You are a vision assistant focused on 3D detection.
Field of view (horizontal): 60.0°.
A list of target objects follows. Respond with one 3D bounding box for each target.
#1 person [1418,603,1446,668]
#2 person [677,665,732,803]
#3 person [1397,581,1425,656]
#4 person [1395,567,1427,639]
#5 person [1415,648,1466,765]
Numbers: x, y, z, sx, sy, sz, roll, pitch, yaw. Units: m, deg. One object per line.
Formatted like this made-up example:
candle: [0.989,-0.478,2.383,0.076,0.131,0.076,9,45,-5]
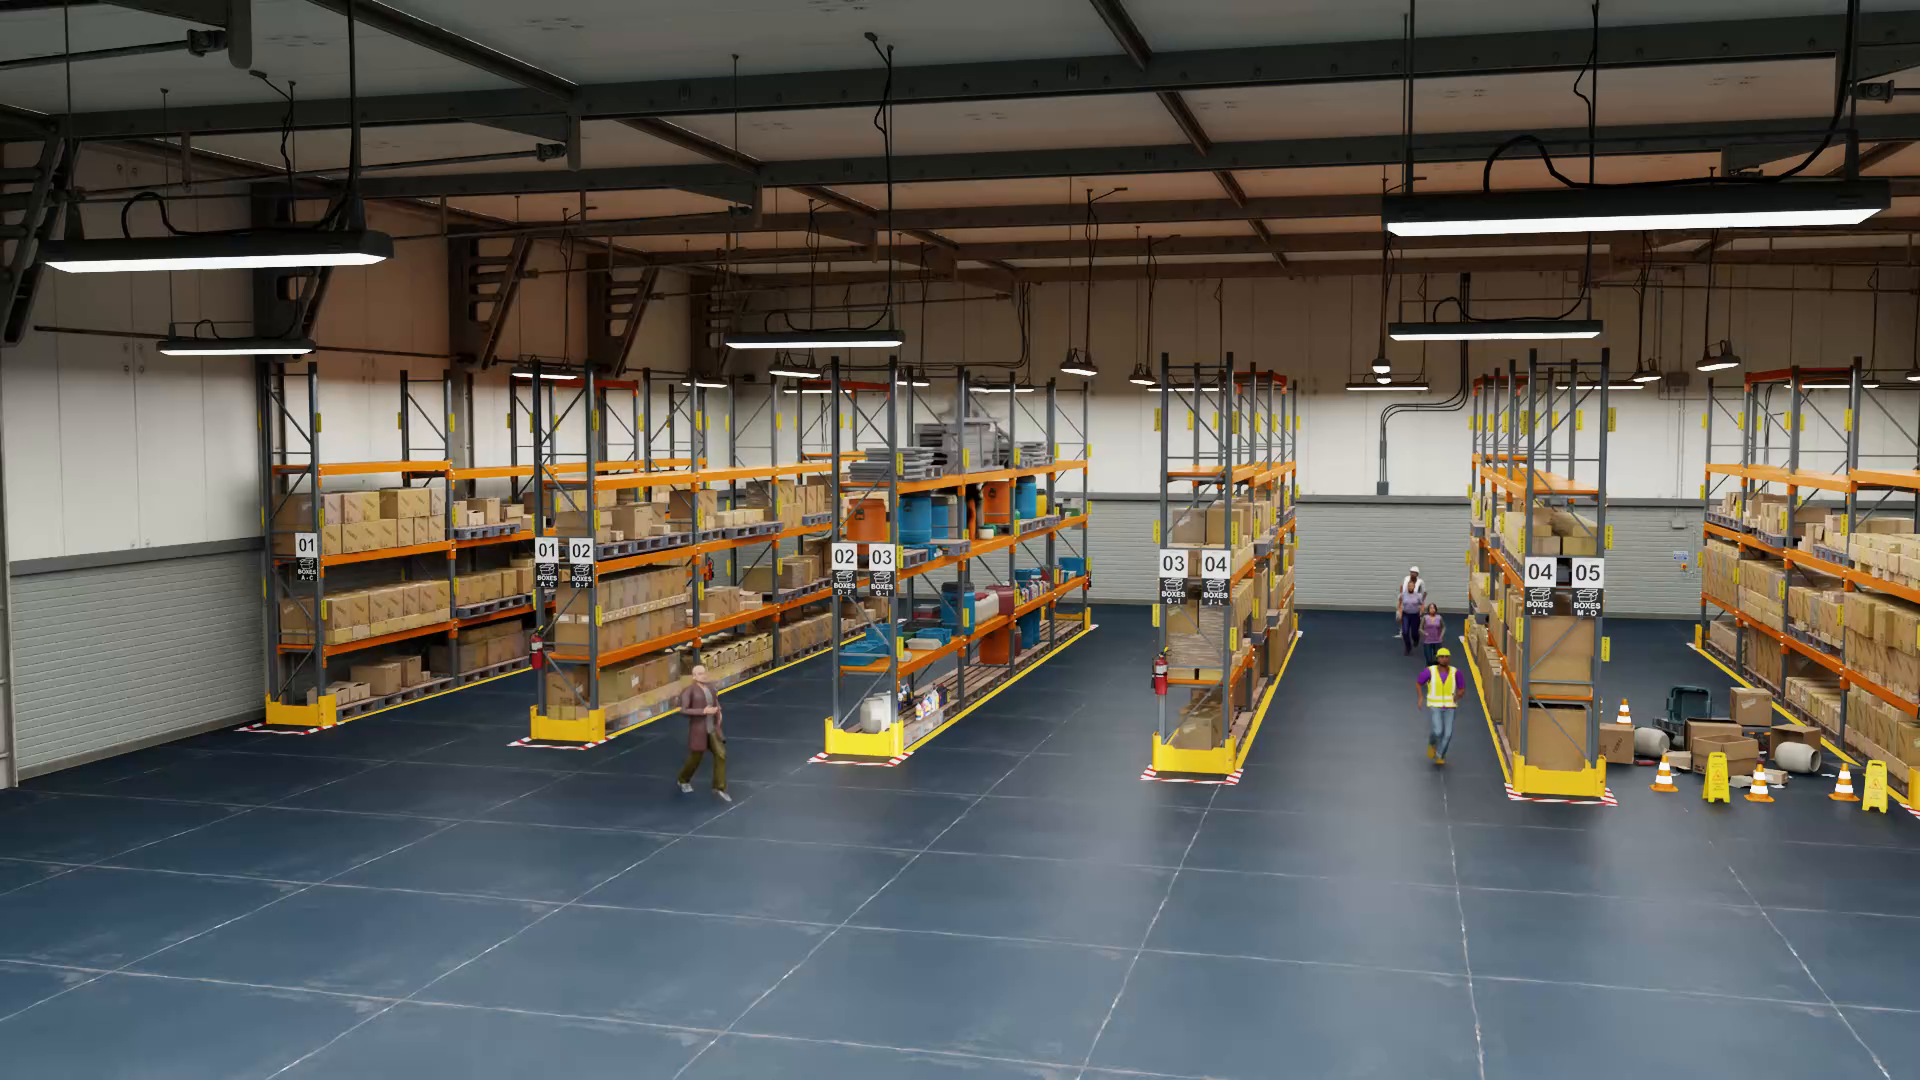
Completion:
person: [9.038,1.984,31.792,0.526,1.552,0.528,1,4,10]
person: [-3.410,2.568,22.168,0.729,1.811,0.973,-4,5,-42]
person: [9.775,1.687,36.047,0.591,1.596,0.656,1,4,20]
person: [10.443,1.454,38.505,0.752,1.707,0.558,4,5,41]
person: [7.020,2.433,24.214,0.691,1.723,0.586,0,4,6]
